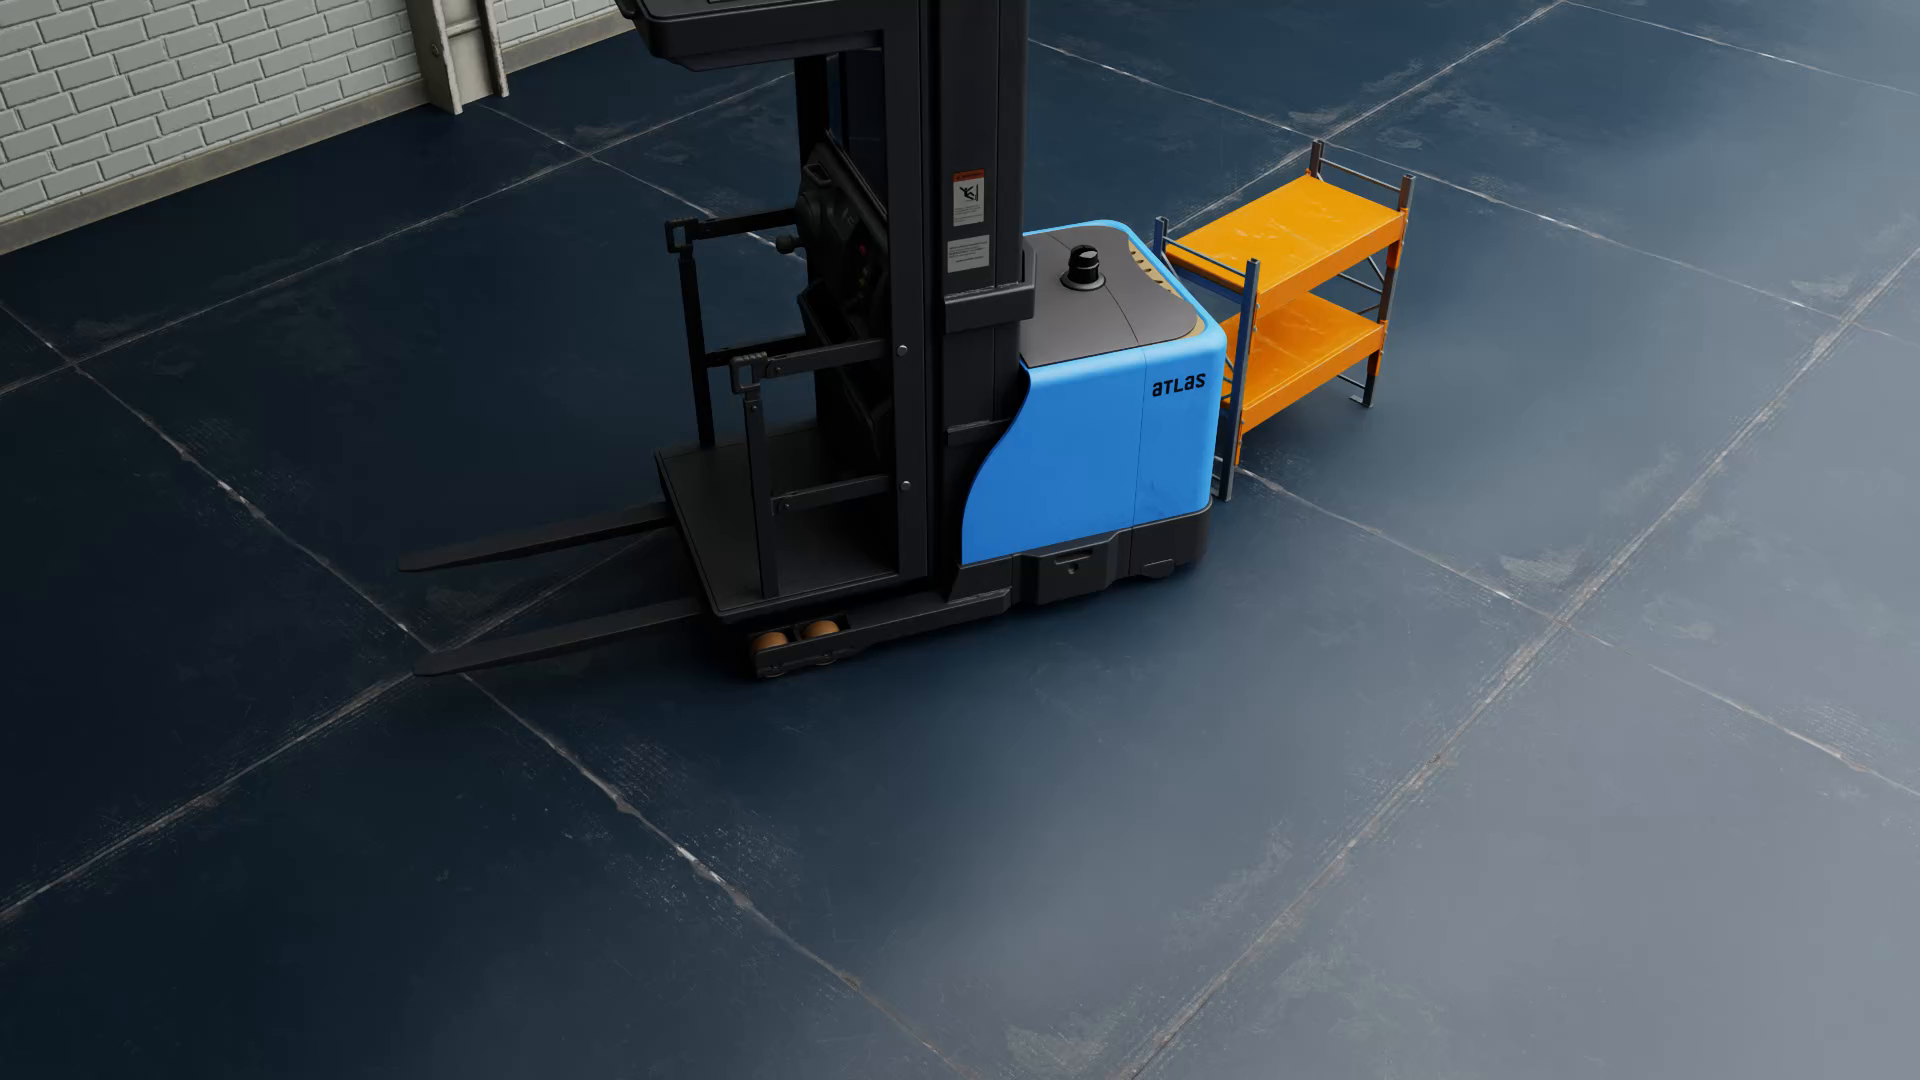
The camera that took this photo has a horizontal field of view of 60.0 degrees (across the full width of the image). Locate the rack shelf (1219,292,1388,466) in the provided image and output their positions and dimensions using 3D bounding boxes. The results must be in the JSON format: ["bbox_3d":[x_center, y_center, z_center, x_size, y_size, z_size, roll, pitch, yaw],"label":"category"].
[{"bbox_3d":[1.318,-0.744,7.174,1.000,0.278,0.538,-31,48,-33],"label":"rack shelf"}]

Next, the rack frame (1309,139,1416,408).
[{"bbox_3d":[1.685,-1.154,7.297,0.032,1.125,0.500,-31,48,-33],"label":"rack frame"}]

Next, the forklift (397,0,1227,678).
[{"bbox_3d":[-0.593,-1.015,5.671,3.031,2.935,1.130,-13,40,-15],"label":"forklift"}]

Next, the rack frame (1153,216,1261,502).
[{"bbox_3d":[0.950,-0.717,6.747,0.032,1.125,0.500,-31,48,-33],"label":"rack frame"}]

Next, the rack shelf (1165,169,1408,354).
[{"bbox_3d":[1.318,-1.164,6.840,1.000,0.278,0.538,-31,48,-33],"label":"rack shelf"}]

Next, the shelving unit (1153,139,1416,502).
[{"bbox_3d":[1.318,-0.935,7.022,1.048,1.125,0.538,-31,48,-33],"label":"shelving unit"}]

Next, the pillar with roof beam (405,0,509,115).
[{"bbox_3d":[0.176,-4.414,5.070,9.100,9.000,0.400,30,47,32],"label":"pillar with roof beam"}]
